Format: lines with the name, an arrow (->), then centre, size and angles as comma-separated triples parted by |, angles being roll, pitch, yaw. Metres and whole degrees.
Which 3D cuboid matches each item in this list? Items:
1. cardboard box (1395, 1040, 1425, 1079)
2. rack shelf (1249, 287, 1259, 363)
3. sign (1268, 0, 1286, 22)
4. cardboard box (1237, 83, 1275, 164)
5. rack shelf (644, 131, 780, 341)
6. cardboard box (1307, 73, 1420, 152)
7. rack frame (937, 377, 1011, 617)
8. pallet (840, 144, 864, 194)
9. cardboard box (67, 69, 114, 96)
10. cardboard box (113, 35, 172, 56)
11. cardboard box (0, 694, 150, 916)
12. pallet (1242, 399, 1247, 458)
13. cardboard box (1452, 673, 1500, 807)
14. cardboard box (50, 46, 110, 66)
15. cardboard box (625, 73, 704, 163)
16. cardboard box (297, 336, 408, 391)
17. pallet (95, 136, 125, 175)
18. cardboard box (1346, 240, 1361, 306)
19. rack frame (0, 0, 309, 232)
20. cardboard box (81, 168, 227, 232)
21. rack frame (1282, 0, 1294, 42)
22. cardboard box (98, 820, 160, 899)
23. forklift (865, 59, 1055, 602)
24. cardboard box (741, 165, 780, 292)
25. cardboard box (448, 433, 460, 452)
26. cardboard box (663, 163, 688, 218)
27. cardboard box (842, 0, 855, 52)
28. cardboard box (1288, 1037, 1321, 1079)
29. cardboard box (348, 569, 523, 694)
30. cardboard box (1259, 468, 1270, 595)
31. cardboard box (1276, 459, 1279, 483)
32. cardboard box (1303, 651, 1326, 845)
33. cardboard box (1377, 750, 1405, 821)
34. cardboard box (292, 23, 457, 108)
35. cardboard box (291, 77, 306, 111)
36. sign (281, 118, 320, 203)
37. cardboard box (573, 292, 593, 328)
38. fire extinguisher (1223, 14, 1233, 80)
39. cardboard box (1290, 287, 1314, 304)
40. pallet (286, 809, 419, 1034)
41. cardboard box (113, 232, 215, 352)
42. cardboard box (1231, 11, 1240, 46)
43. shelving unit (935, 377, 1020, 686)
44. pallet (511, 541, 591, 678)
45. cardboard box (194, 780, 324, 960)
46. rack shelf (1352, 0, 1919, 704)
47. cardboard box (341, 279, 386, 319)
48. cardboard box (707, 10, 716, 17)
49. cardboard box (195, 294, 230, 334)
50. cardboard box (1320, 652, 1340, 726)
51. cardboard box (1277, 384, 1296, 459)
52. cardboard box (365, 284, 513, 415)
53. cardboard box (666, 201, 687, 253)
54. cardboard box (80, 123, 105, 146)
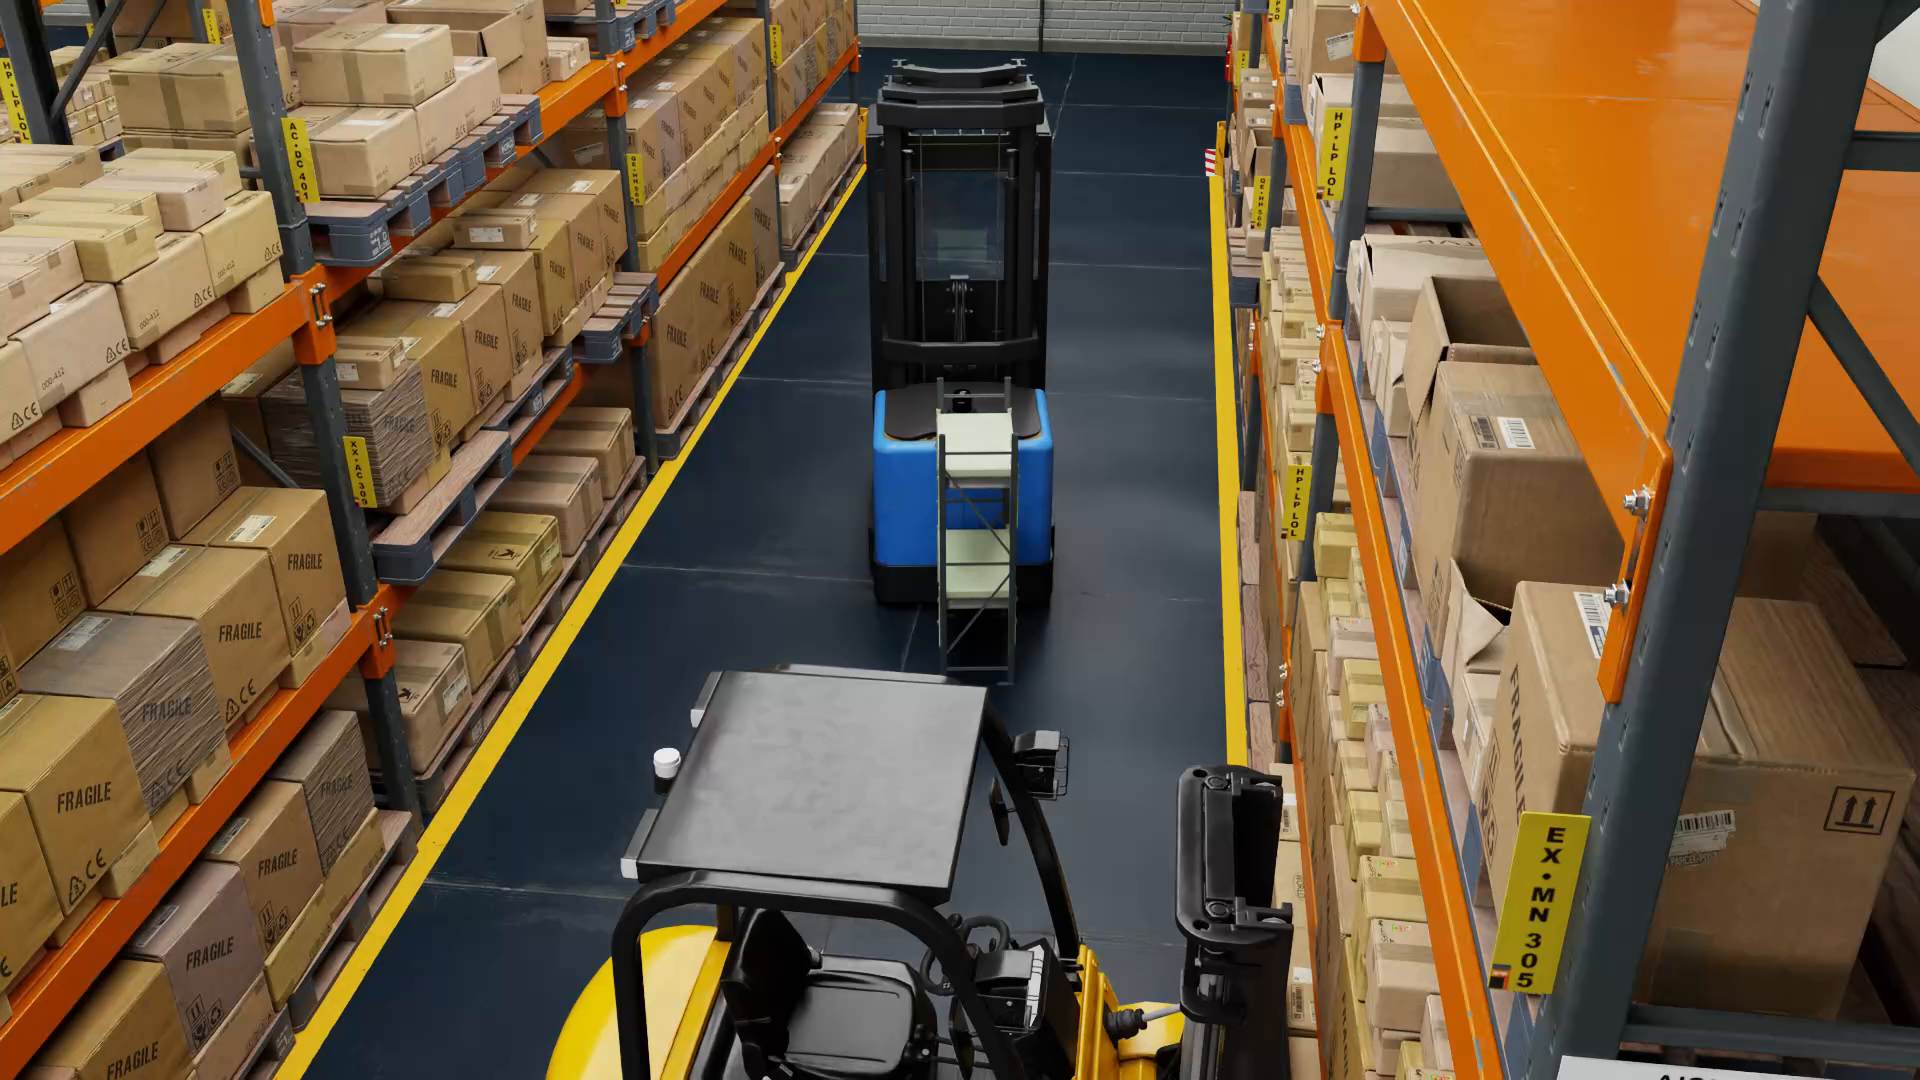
cardboard box -> 1.271, 1.373, 4.041 | 0.380, 0.149, 0.250 | 3, 28, 6
rack shelf -> 2.596, -2.151, 12.131 | 1.077, 0.370, 4.000 | 3, 28, 6
sign -> 1.813, -3.107, 9.439 | 0.100, 0.325, 0.005 | 3, 28, 6
cardboard box -> 2.496, -3.180, 12.734 | 0.700, 0.500, 0.500 | 4, 29, 7
rack shelf -> -2.331, -2.438, 12.663 | 1.077, 0.370, 4.000 | 3, 28, 6
cardboard box -> 1.802, -1.870, 7.234 | 0.500, 0.311, 0.500 | 2, 28, 4
rack frame -> 0.076, -0.218, 9.365 | 0.400, 1.500, 0.023 | -1, 28, -1
pallet -> -1.616, -3.970, 17.690 | 1.003, 0.211, 1.213 | 3, 28, 6
cardboard box -> -6.964, -3.701, 13.443 | 0.380, 0.149, 0.250 | 3, 28, 6
cardboard box -> -7.232, -4.355, 15.045 | 0.500, 0.500, 0.500 | 3, 28, 6
cardboard box -> -3.047, 0.847, 5.389 | 0.500, 0.500, 0.500 | 3, 28, 5
pallet -> 2.480, -0.648, 11.523 | 1.003, 0.211, 1.213 | 3, 28, 6
cardboard box -> 1.171, 0.393, 3.205 | 0.380, 0.149, 0.250 | 3, 28, 5
cardboard box -> -7.516, -4.114, 14.210 | 0.380, 0.149, 0.250 | 5, 29, 9
cardboard box -> -2.143, -2.992, 11.774 | 0.500, 0.500, 0.500 | 4, 29, 8
cardboard box -> -2.657, -0.777, 7.276 | 0.380, 0.149, 0.250 | 3, 28, 6
pallet -> -7.299, -2.903, 12.971 | 1.003, 0.211, 1.213 | 3, 28, 6
cardboard box -> 1.504, -0.889, 5.584 | 0.380, 0.149, 0.250 | 4, 29, 7
rack frame -> -3.066, -2.572, 5.828 | 1.000, 3.000, 0.127 | 3, 28, 6
cardboard box -> -2.844, -1.203, 5.873 | 0.380, 0.149, 0.250 | 3, 28, 5
rack frame -> 2.351, -4.168, 8.790 | 1.000, 3.000, 0.127 | 3, 28, 6
cardboard box -> -2.981, 1.069, 5.659 | 0.380, 0.149, 0.250 | 4, 29, 7
forklift -> -0.015, -1.586, 10.395 | 1.130, 2.935, 3.031 | -1, 28, -1
cardboard box -> -2.082, -2.649, 14.094 | 0.875, 0.875, 0.875 | 4, 29, 8
cardboard box -> -2.686, -0.501, 8.132 | 0.380, 0.149, 0.250 | 5, 29, 9
cardboard box -> -2.204, -2.435, 11.530 | 0.500, 0.250, 0.500 | 4, 29, 7
cardboard box -> -1.392, -5.381, 17.262 | 0.500, 0.500, 0.500 | 4, 29, 6
cardboard box -> 1.296, 1.873, 5.305 | 0.500, 0.250, 0.500 | 3, 28, 5
cardboard box -> -2.919, 0.456, 8.861 | 0.950, 0.372, 0.625 | 5, 29, 9
cardboard box -> 2.189, -0.065, 9.562 | 0.875, 0.625, 0.625 | 4, 29, 8
cardboard box -> 1.810, -0.299, 8.093 | 0.500, 0.250, 0.500 | 4, 29, 7
cardboard box -> 1.500, 0.752, 5.878 | 0.500, 0.500, 0.500 | 4, 29, 7
cardboard box -> 1.435, 0.758, 4.870 | 0.380, 0.149, 0.250 | 3, 29, 6
cardboard box -> -2.545, -2.077, 7.260 | 0.500, 0.250, 0.500 | 3, 28, 5
cardboard box -> -3.071, -1.891, 7.443 | 0.500, 0.250, 0.500 | 4, 29, 7
sign -> -2.526, -1.451, 6.365 | 0.100, 0.325, 0.005 | 3, 28, 6
cardboard box -> -2.369, -1.350, 9.707 | 0.380, 0.149, 0.250 | 2, 28, 4
fire extinguisher -> 2.890, -5.190, 17.488 | 0.296, 0.674, 0.183 | 3, 28, 6
cardboard box -> 1.962, -1.231, 8.876 | 0.380, 0.149, 0.250 | 4, 29, 7
pallet -> -3.113, 1.615, 7.321 | 1.003, 0.211, 1.213 | 3, 28, 6
cardboard box -> -2.914, -0.855, 5.648 | 0.500, 0.250, 0.500 | 3, 28, 5
cardboard box -> 3.008, -5.159, 16.801 | 0.500, 0.250, 0.500 | 4, 29, 6
shelving unit -> 0.085, -0.044, 9.043 | 0.431, 1.500, 0.755 | -1, 28, -1
pallet -> -2.825, 0.355, 9.661 | 1.003, 0.211, 1.213 | 3, 28, 6
cardboard box -> -2.933, 1.299, 6.635 | 0.500, 0.500, 0.500 | 4, 29, 7
rack shelf -> 1.616, -0.851, 3.813 | 1.077, 0.370, 4.000 | 3, 28, 6
cardboard box -> -3.108, -0.997, 8.369 | 0.500, 0.500, 0.500 | 4, 29, 8
cardboard box -> -2.302, -4.419, 14.421 | 0.500, 0.500, 0.500 | 3, 28, 6
cardboard box -> -2.920, -0.860, 6.079 | 0.380, 0.149, 0.250 | 4, 29, 7
cardboard box -> 1.422, 0.519, 5.626 | 0.380, 0.149, 0.250 | 4, 29, 7
cardboard box -> 1.792, -0.527, 7.988 | 0.500, 0.250, 0.500 | 4, 29, 7
cardboard box -> -2.589, -0.962, 8.303 | 0.500, 0.500, 0.500 | 3, 28, 6
cardboard box -> -2.221, -2.206, 11.632 | 0.500, 0.250, 0.500 | 3, 28, 5
cardboard box -> -7.019, -3.199, 13.139 | 0.380, 0.149, 0.250 | 5, 29, 8
